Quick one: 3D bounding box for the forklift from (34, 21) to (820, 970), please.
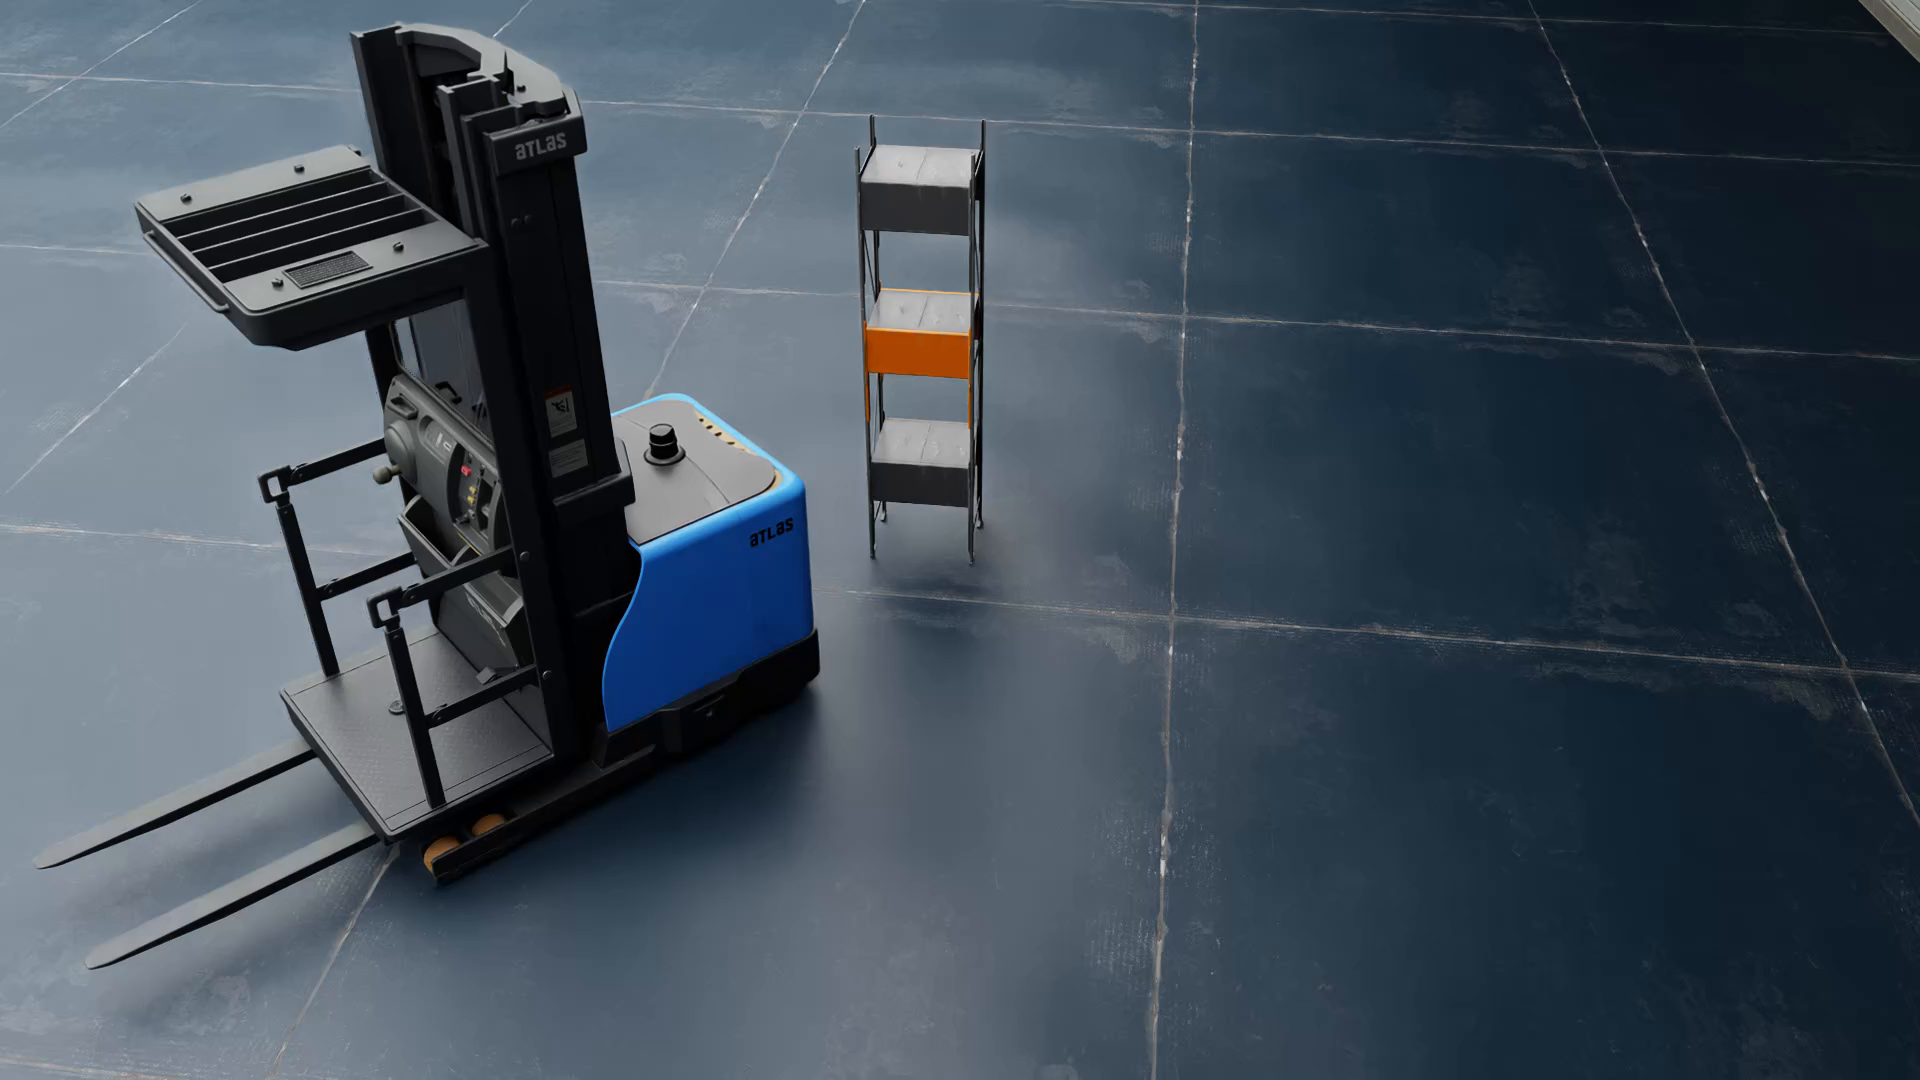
[{"bbox_3d":[-2.074,-0.230,6.049,3.031,2.935,1.130,-26,43,-31],"label":"forklift"}]

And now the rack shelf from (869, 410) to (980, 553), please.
[{"bbox_3d":[-0.164,-0.286,8.072,0.480,0.518,0.431,4,36,6],"label":"rack shelf"}]

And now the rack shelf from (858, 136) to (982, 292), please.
[{"bbox_3d":[-0.164,-1.426,7.258,0.480,0.518,0.431,4,36,6],"label":"rack shelf"}]

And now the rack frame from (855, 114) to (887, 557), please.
[{"bbox_3d":[-0.406,-0.885,7.683,0.015,2.100,0.400,4,36,6],"label":"rack frame"}]

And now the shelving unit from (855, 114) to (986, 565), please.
[{"bbox_3d":[-0.164,-0.867,7.657,0.503,2.100,0.431,4,36,6],"label":"shelving unit"}]

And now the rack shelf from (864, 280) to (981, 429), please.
[{"bbox_3d":[-0.164,-0.856,7.665,0.480,0.518,0.431,4,36,6],"label":"rack shelf"}]

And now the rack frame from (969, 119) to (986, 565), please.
[{"bbox_3d":[0.078,-0.849,7.632,0.015,2.100,0.400,4,36,6],"label":"rack frame"}]
